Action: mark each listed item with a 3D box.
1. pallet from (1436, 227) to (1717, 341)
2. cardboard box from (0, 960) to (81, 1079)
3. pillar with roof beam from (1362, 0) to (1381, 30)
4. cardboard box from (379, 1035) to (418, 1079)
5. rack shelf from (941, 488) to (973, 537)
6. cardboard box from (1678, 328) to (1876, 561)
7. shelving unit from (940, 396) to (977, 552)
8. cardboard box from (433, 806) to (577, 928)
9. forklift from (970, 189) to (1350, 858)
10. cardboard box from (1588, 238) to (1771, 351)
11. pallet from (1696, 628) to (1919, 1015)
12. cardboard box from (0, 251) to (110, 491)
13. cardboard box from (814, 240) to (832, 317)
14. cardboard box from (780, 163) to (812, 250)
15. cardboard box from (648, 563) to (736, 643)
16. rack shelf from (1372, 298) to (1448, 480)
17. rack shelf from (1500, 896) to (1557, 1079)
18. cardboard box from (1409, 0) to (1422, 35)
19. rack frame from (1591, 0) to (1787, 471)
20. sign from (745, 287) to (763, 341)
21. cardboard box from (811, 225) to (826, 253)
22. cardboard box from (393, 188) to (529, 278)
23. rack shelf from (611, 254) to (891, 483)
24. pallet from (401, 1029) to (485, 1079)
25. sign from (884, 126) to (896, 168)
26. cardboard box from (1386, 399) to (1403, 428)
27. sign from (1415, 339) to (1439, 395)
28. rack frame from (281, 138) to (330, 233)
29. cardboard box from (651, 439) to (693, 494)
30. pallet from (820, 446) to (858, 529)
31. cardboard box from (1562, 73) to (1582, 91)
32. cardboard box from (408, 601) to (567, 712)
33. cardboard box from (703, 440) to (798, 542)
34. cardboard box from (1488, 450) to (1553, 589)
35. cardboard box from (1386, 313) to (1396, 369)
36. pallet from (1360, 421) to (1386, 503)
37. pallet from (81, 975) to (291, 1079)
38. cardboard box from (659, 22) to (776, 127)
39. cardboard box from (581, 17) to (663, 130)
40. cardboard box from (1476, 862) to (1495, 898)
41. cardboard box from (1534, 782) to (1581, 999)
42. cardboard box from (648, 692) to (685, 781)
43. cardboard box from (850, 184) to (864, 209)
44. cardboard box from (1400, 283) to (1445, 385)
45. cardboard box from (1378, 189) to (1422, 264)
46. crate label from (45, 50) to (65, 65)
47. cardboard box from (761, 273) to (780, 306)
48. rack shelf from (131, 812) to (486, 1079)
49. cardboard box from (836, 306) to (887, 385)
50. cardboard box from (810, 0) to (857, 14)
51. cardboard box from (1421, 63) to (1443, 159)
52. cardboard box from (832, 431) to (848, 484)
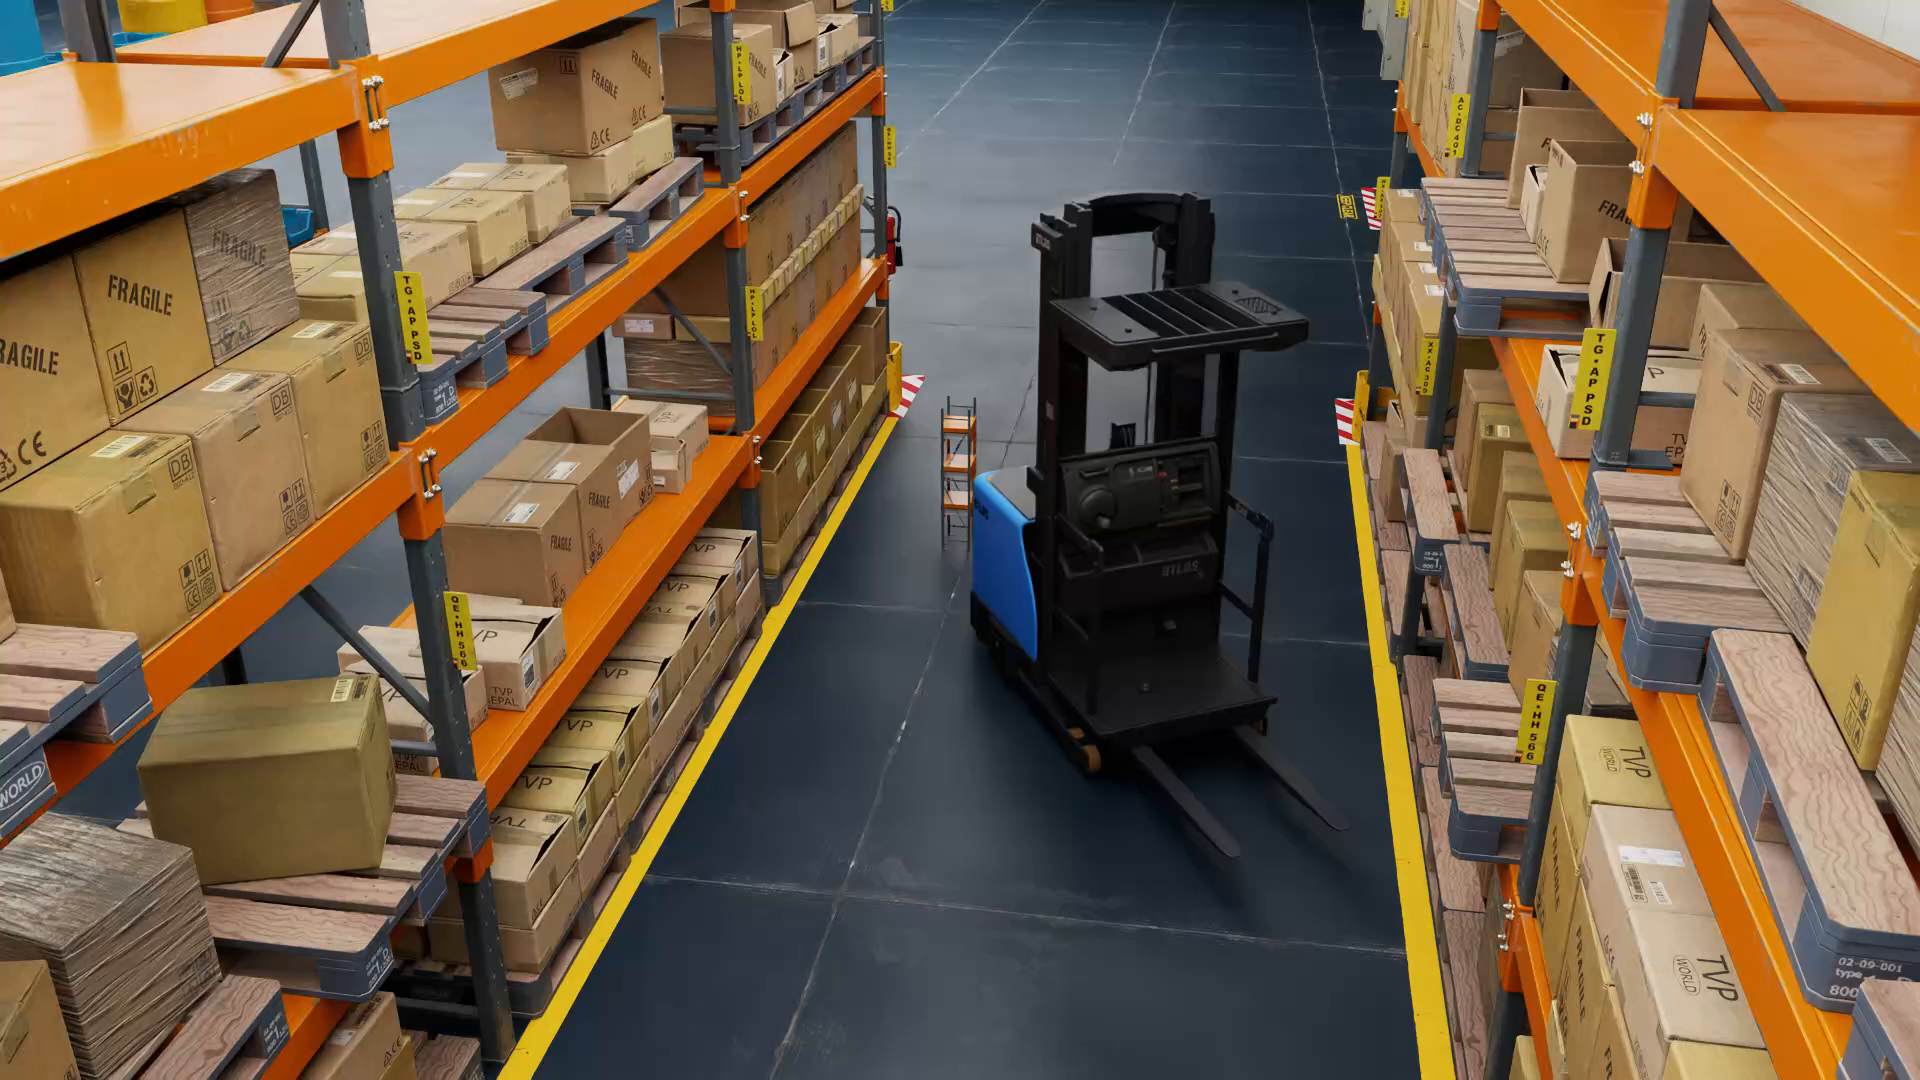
[{"bbox_3d":[2.765,-1.123,7.294,1.213,0.211,1.003,4,25,9],"label":"pallet"},{"bbox_3d":[-2.830,1.491,4.412,0.700,0.500,0.500,-2,25,-5],"label":"cardboard box"},{"bbox_3d":[4.206,-14.907,32.983,9.100,9.000,0.400,4,25,9],"label":"pillar with roof beam"},{"bbox_3d":[-2.325,2.137,6.075,0.500,0.500,0.500,5,26,11],"label":"cardboard box"},{"bbox_3d":[-0.009,-0.192,11.602,0.215,0.259,0.240,4,25,9],"label":"rack shelf"},{"bbox_3d":[2.463,-0.261,4.595,0.700,0.500,0.500,2,25,4],"label":"cardboard box"},{"bbox_3d":[-0.009,-0.453,11.480,0.215,1.050,0.252,4,25,9],"label":"shelving unit"},{"bbox_3d":[-2.028,1.400,7.308,0.500,0.311,0.500,5,26,10],"label":"cardboard box"},{"bbox_3d":[1.067,-0.252,8.831,1.130,2.935,3.031,-9,27,-19],"label":"forklift"},{"bbox_3d":[2.787,-0.811,6.261,0.797,0.503,0.637,8,26,16],"label":"cardboard box"},{"bbox_3d":[2.251,0.607,3.600,1.003,0.211,1.213,5,26,11],"label":"pallet"},{"bbox_3d":[-2.648,-0.451,4.340,0.500,0.500,0.500,4,25,9],"label":"cardboard box"},{"bbox_3d":[-1.353,-1.972,12.308,0.700,0.500,0.500,4,25,9],"label":"cardboard box"},{"bbox_3d":[-1.438,-2.324,11.529,0.700,0.500,0.500,4,25,9],"label":"cardboard box"},{"bbox_3d":[-1.612,0.333,9.588,0.500,0.311,0.500,5,25,10],"label":"cardboard box"},{"bbox_3d":[3.465,-1.045,11.293,1.077,0.370,4.000,4,25,9],"label":"rack shelf"},{"bbox_3d":[2.157,2.301,4.144,1.077,0.370,4.000,4,25,9],"label":"rack shelf"},{"bbox_3d":[3.357,-3.722,11.305,0.500,0.500,0.500,4,25,8],"label":"cardboard box"},{"bbox_3d":[2.484,-1.578,4.507,1.000,3.000,0.127,4,25,9],"label":"rack frame"},{"bbox_3d":[-1.213,-1.331,9.783,0.100,0.325,0.005,4,25,9],"label":"sign"},{"bbox_3d":[-1.181,-2.173,11.971,0.380,0.149,0.250,5,25,10],"label":"cardboard box"},{"bbox_3d":[-2.213,-1.336,7.210,0.500,0.250,0.500,4,25,7],"label":"cardboard box"},{"bbox_3d":[-1.423,-1.387,12.022,1.077,0.370,4.000,4,25,9],"label":"rack shelf"},{"bbox_3d":[-2.563,2.370,6.439,1.003,0.211,1.213,4,25,9],"label":"pallet"},{"bbox_3d":[-0.563,-3.137,13.269,0.100,0.325,0.005,4,25,9],"label":"sign"},{"bbox_3d":[3.590,-0.906,12.799,0.500,0.311,0.500,1,25,3],"label":"cardboard box"},{"bbox_3d":[2.601,-0.961,9.243,0.100,0.325,0.005,4,25,9],"label":"sign"},{"bbox_3d":[-5.982,-2.894,14.393,1.000,3.000,0.127,4,25,9],"label":"rack frame"},{"bbox_3d":[-1.713,-0.435,9.299,0.396,0.266,0.258,3,25,7],"label":"cardboard box"},{"bbox_3d":[-1.382,-0.454,12.472,1.003,0.211,1.213,4,25,9],"label":"pallet"},{"bbox_3d":[3.500,-2.585,8.875,0.500,0.500,0.500,5,25,10],"label":"cardboard box"},{"bbox_3d":[-2.067,0.477,7.298,0.500,0.311,0.500,4,25,8],"label":"cardboard box"},{"bbox_3d":[-1.365,-0.333,10.786,0.500,0.500,0.500,4,25,9],"label":"cardboard box"},{"bbox_3d":[2.846,-0.057,7.698,0.700,0.500,0.500,8,26,16],"label":"cardboard box"},{"bbox_3d":[3.154,-1.324,11.194,0.500,0.250,0.500,4,25,9],"label":"cardboard box"},{"bbox_3d":[3.611,-0.575,12.730,1.003,0.211,1.213,4,25,9],"label":"pallet"},{"bbox_3d":[-2.717,1.698,4.811,1.003,0.211,1.213,4,25,9],"label":"pallet"},{"bbox_3d":[-1.408,-2.726,9.718,0.500,0.500,0.500,6,26,13],"label":"cardboard box"},{"bbox_3d":[-1.890,-2.441,8.686,0.500,0.500,0.500,4,25,9],"label":"cardboard box"},{"bbox_3d":[2.802,1.350,7.758,0.700,0.500,0.500,4,25,8],"label":"cardboard box"},{"bbox_3d":[2.152,1.135,5.294,0.500,0.500,0.500,5,26,10],"label":"cardboard box"},{"bbox_3d":[-1.784,1.011,8.800,0.500,0.250,0.500,5,25,10],"label":"cardboard box"},{"bbox_3d":[-0.971,-2.715,13.129,0.380,0.149,0.250,4,25,8],"label":"cardboard box"},{"bbox_3d":[2.986,-1.243,10.137,0.500,0.500,0.500,4,25,8],"label":"cardboard box"},{"bbox_3d":[3.417,-2.309,12.414,0.500,0.500,0.500,4,25,9],"label":"cardboard box"},{"bbox_3d":[-6.614,-3.425,12.166,0.502,0.251,0.408,4,25,9],"label":"crate label"},{"bbox_3d":[-1.392,-1.637,10.825,0.380,0.149,0.250,4,25,8],"label":"cardboard box"},{"bbox_3d":[-2.731,1.959,4.874,1.077,0.370,4.000,4,25,9],"label":"rack shelf"},{"bbox_3d":[-0.890,-1.588,13.469,0.500,0.500,0.500,4,25,9],"label":"cardboard box"},{"bbox_3d":[-1.194,-3.968,12.368,0.797,0.503,0.637,6,26,12],"label":"cardboard box"},{"bbox_3d":[3.125,-2.620,10.130,0.500,0.500,0.500,3,25,6],"label":"cardboard box"},{"bbox_3d":[-1.126,-0.621,12.286,0.500,0.250,0.500,4,25,9],"label":"cardboard box"}]
